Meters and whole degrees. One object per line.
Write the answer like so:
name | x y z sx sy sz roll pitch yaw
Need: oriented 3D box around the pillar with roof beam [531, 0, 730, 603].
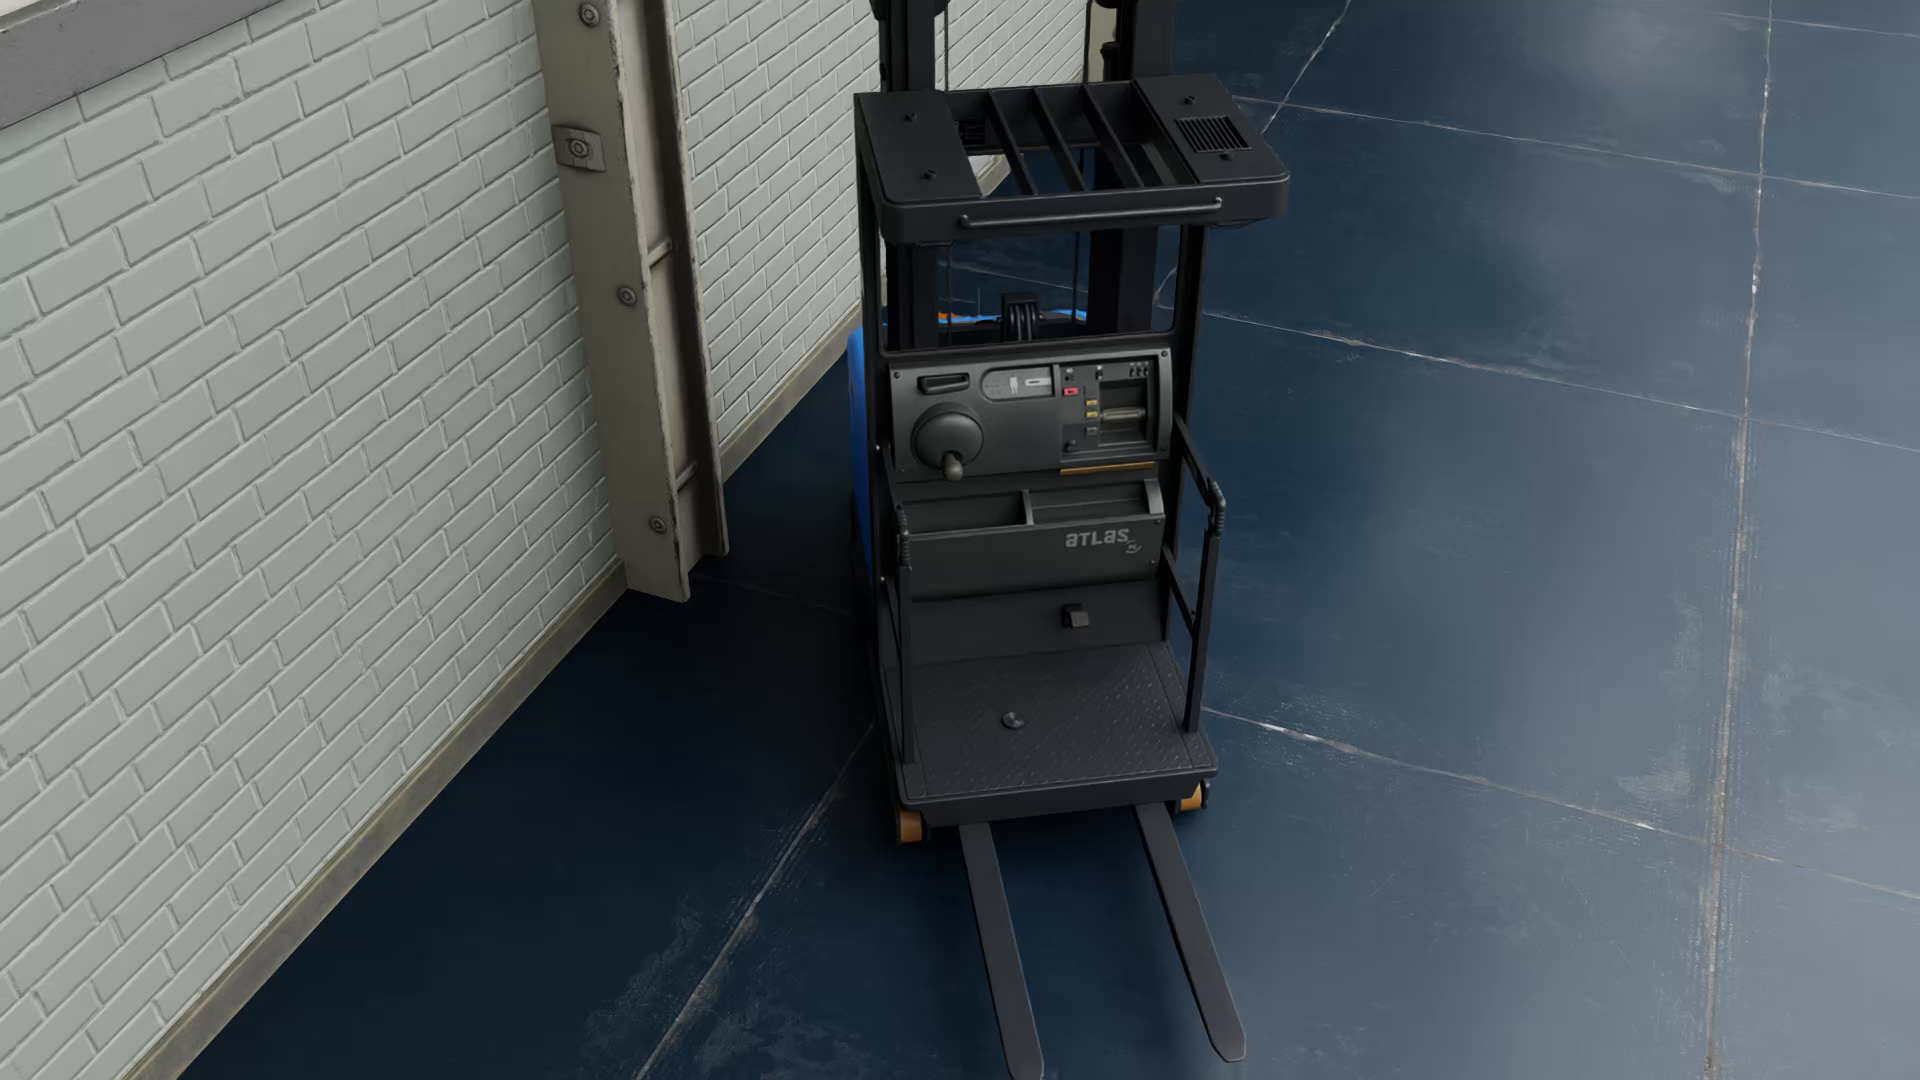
pillar with roof beam | 2.770 -2.506 3.087 9.100 9.000 0.400 14 39 18

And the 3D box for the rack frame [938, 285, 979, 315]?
rack frame | -0.018 -0.649 7.241 0.200 1.050 0.008 7 37 9

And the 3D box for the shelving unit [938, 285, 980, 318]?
shelving unit | -0.042 -0.577 7.145 0.215 1.050 0.252 7 37 9

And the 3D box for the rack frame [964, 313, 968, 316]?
rack frame | -0.065 -0.505 7.049 0.200 1.050 0.008 7 37 9

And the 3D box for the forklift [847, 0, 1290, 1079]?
forklift | 0.271 -0.345 5.264 1.130 2.935 3.031 -5 37 -7

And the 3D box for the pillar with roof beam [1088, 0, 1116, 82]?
pillar with roof beam | 5.053 -5.828 7.531 9.100 9.000 0.400 14 39 18

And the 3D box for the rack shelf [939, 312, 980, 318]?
rack shelf | -0.042 -0.796 6.982 0.215 0.259 0.240 7 37 9
